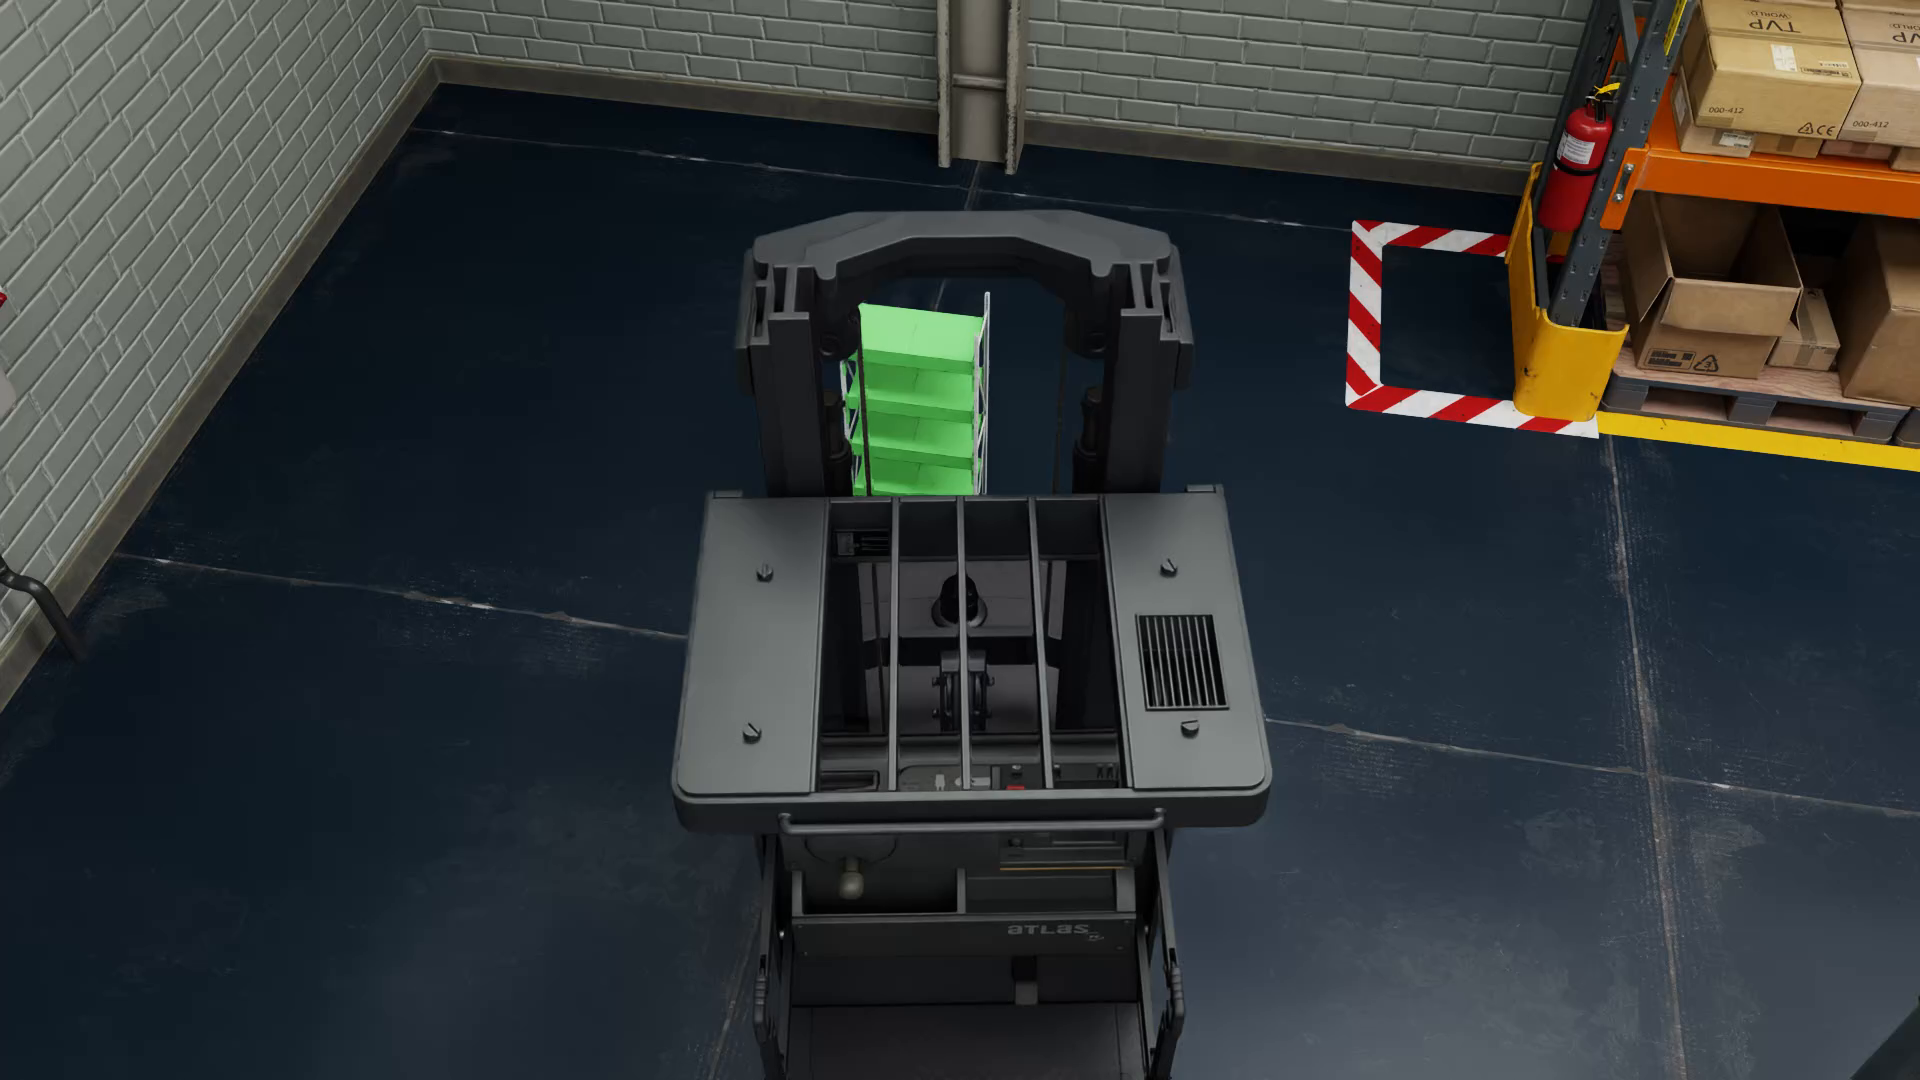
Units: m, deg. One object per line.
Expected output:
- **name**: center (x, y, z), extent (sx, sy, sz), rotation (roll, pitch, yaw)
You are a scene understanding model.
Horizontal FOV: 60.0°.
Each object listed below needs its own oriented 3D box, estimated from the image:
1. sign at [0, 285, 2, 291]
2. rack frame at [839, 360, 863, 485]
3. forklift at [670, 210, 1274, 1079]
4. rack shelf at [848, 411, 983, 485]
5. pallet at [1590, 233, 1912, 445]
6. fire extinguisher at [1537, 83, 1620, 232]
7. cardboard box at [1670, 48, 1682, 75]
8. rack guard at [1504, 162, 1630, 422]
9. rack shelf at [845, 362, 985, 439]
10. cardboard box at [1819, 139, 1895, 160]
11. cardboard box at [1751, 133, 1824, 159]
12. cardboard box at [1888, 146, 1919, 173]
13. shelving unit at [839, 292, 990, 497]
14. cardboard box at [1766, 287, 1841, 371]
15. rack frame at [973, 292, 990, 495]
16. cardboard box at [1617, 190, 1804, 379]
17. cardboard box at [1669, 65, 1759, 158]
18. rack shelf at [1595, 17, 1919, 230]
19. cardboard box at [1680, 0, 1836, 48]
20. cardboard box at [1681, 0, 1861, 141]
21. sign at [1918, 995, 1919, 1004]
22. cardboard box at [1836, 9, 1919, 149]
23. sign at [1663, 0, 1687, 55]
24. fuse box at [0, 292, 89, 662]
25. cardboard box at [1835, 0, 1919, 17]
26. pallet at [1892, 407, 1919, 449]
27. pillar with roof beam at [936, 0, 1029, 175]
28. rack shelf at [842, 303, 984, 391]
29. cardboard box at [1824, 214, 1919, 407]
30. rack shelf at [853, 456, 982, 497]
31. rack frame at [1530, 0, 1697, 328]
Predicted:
- **sign**: center (-3.428, -0.936, 5.610), extent (0.001, 0.494, 0.329), rotation (8, 49, 7)
- **rack frame**: center (-0.403, -0.455, 6.324), extent (0.015, 1.200, 0.240), rotation (8, 49, 7)
- **forklift**: center (0.015, 0.803, 4.030), extent (1.130, 2.935, 3.031), rotation (-1, 48, -1)
- **rack shelf**: center (-0.163, -0.380, 6.343), extent (0.480, 0.148, 0.258), rotation (8, 49, 7)
- **pallet**: center (3.462, -0.918, 7.405), extent (1.213, 0.211, 1.003), rotation (8, 49, 7)
- **fire extinguisher**: center (2.376, -1.496, 6.352), extent (0.183, 0.674, 0.296), rotation (8, 49, 7)
- **cardboard box**: center (2.977, -2.034, 6.702), extent (0.250, 0.149, 0.380), rotation (7, 48, 6)
- **rack guard**: center (2.678, -1.119, 7.392), extent (0.348, 0.500, 1.175), rotation (8, 49, 7)
- **rack shelf**: center (-0.163, -0.541, 6.164), extent (0.480, 0.148, 0.258), rotation (8, 49, 7)
- **cardboard box**: center (3.401, -1.628, 6.337), extent (0.250, 0.149, 0.380), rotation (7, 48, 6)
- **cardboard box**: center (3.136, -1.637, 6.345), extent (0.250, 0.149, 0.380), rotation (9, 49, 8)
- **cardboard box**: center (3.639, -1.549, 6.266), extent (0.250, 0.149, 0.380), rotation (9, 49, 8)
- **shelving unit**: center (-0.163, -0.423, 6.295), extent (0.503, 1.200, 0.258), rotation (8, 49, 7)
- **cardboard box**: center (3.599, -0.917, 7.164), extent (0.250, 0.149, 0.380), rotation (6, 48, 5)
- **rack frame**: center (0.077, -0.391, 6.266), extent (0.015, 1.200, 0.240), rotation (8, 49, 7)
- **cardboard box**: center (3.188, -1.121, 7.108), extent (0.637, 0.503, 0.797), rotation (6, 48, 5)
- **cardboard box**: center (2.878, -1.637, 6.345), extent (0.250, 0.149, 0.380), rotation (7, 48, 7)
- **rack shelf**: center (4.571, -1.460, 6.501), extent (4.000, 0.370, 1.077), rotation (8, 49, 7)
- **cardboard box**: center (3.103, -2.148, 6.536), extent (0.500, 0.250, 0.500), rotation (9, 49, 8)
- **cardboard box**: center (3.002, -1.757, 6.185), extent (0.500, 0.250, 0.500), rotation (8, 49, 7)
- **sign**: center (1.834, 0.807, 3.042), extent (0.005, 0.325, 0.100), rotation (8, 49, 7)
- **cardboard box**: center (3.498, -1.690, 6.125), extent (0.500, 0.250, 0.500), rotation (8, 49, 7)
- **sign**: center (2.507, -1.857, 5.792), extent (0.005, 0.325, 0.100), rotation (8, 49, 7)
- **fuse box**: center (-3.312, -0.148, 5.704), extent (0.414, 1.711, 0.539), rotation (8, 49, 7)
- **cardboard box**: center (3.610, -2.079, 6.474), extent (0.500, 0.250, 0.500), rotation (8, 49, 7)
- **pallet**: center (4.659, -0.755, 7.259), extent (1.213, 0.211, 1.003), rotation (8, 49, 7)
- **pillar with roof beam**: center (-0.656, -1.835, 2.321), extent (0.400, 9.000, 9.100), rotation (8, 49, 7)
- **rack shelf**: center (-0.163, -0.701, 5.986), extent (0.480, 0.148, 0.258), rotation (8, 49, 7)
- **cardboard box**: center (4.022, -0.978, 6.982), extent (0.500, 0.500, 0.700), rotation (9, 49, 8)
- **rack shelf**: center (-0.163, -0.220, 6.521), extent (0.480, 0.148, 0.258), rotation (8, 49, 7)
- **rack frame**: center (2.603, -1.965, 6.471), extent (0.127, 3.000, 1.000), rotation (8, 49, 7)
